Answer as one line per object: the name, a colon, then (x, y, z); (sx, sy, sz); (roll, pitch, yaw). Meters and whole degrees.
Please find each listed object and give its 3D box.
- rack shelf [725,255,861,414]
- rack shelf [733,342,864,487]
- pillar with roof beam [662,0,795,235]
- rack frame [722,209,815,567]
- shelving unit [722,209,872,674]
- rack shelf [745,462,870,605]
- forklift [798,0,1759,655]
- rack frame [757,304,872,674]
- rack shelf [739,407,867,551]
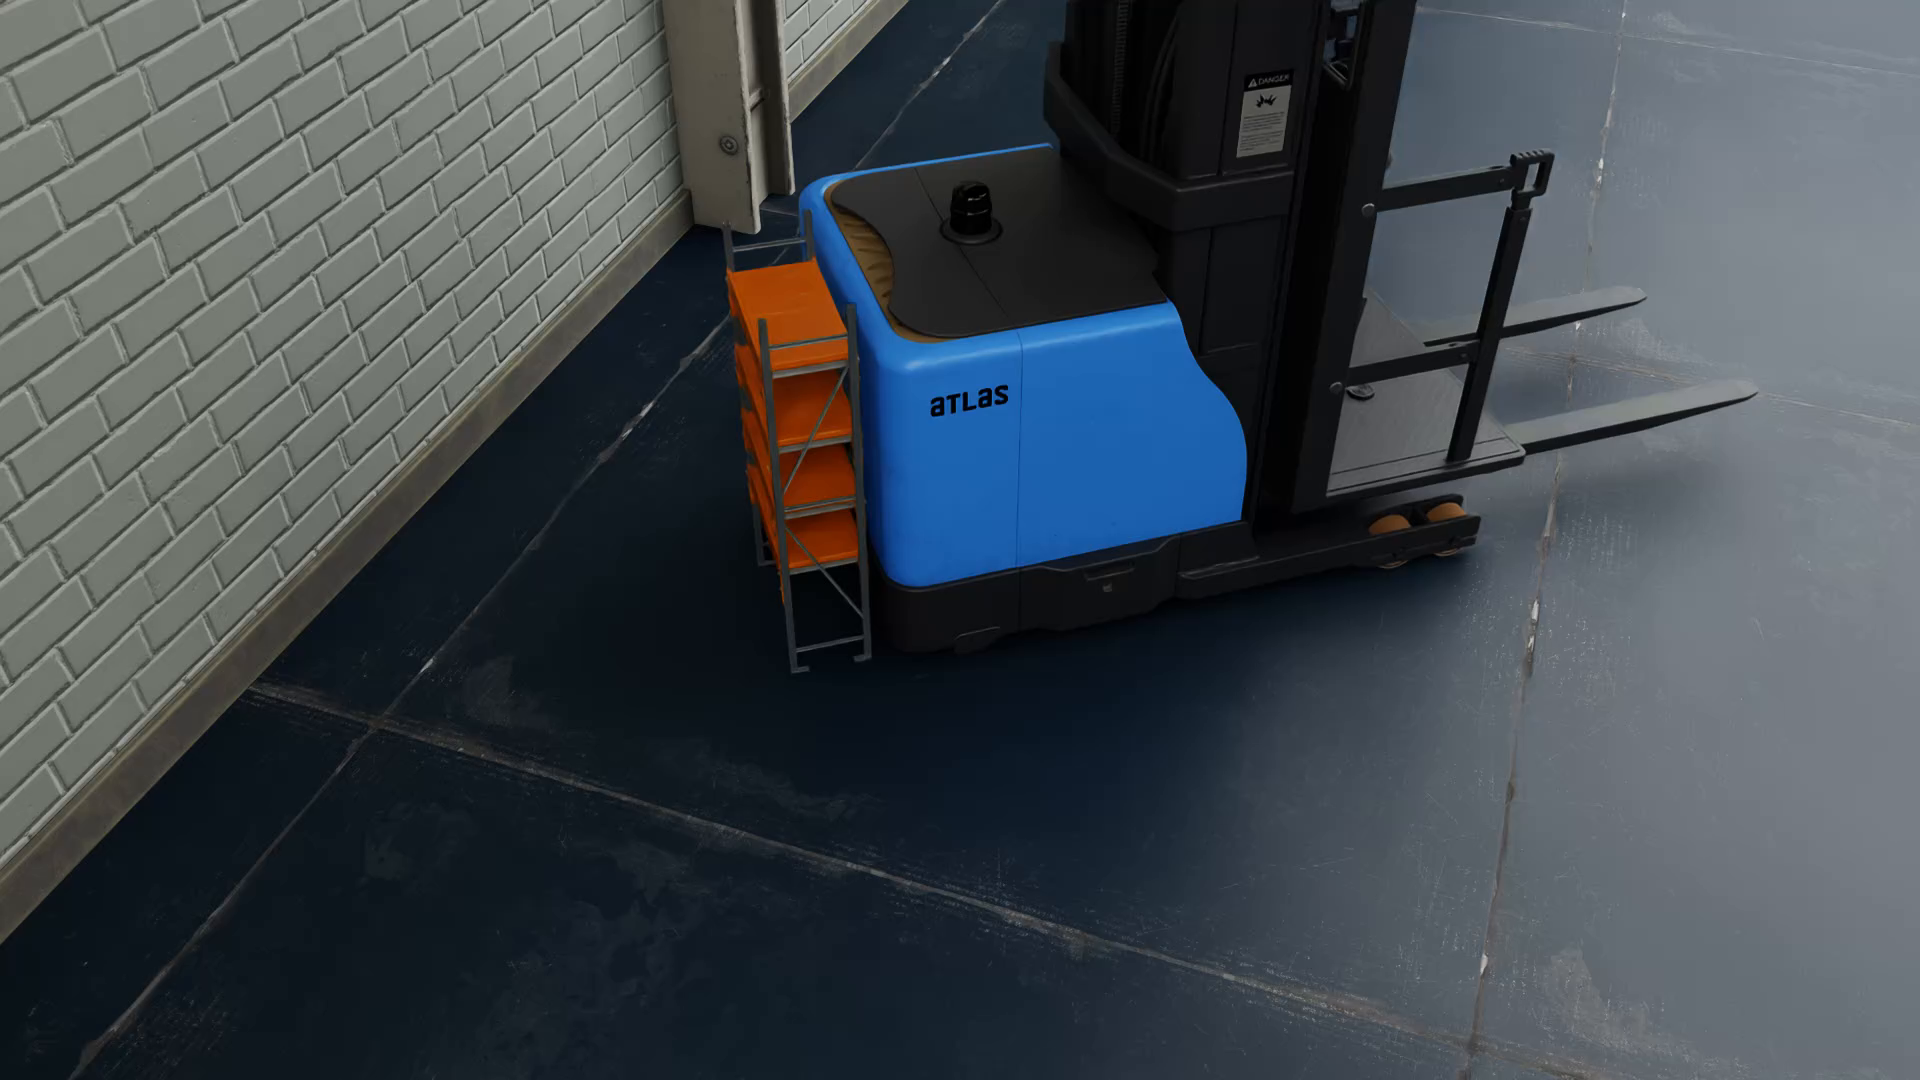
rack shelf: (-0.443, -0.547, 4.361); (0.258, 0.148, 0.480); (-11, 42, -12)
rack shelf: (-0.443, -0.367, 4.515); (0.258, 0.148, 0.480); (-11, 42, -12)
pillar with roof beam: (3.145, -3.851, 2.830); (9.100, 9.000, 0.400); (13, 42, 15)
rack frame: (-0.512, -0.400, 4.794); (0.240, 1.200, 0.015); (-11, 42, -12)
shelving unit: (-0.443, -0.248, 4.616); (0.258, 1.200, 0.503); (-11, 42, -12)
rack shelf: (-0.443, -0.046, 4.789); (0.258, 0.148, 0.480); (-11, 42, -12)
forklift: (1.093, -1.342, 4.565); (3.031, 2.935, 1.130); (-12, 42, -13)
rack frame: (-0.374, -0.096, 4.438); (0.240, 1.200, 0.015); (-11, 42, -12)
rack shelf: (-0.443, -0.197, 4.660); (0.258, 0.148, 0.480); (-11, 42, -12)
